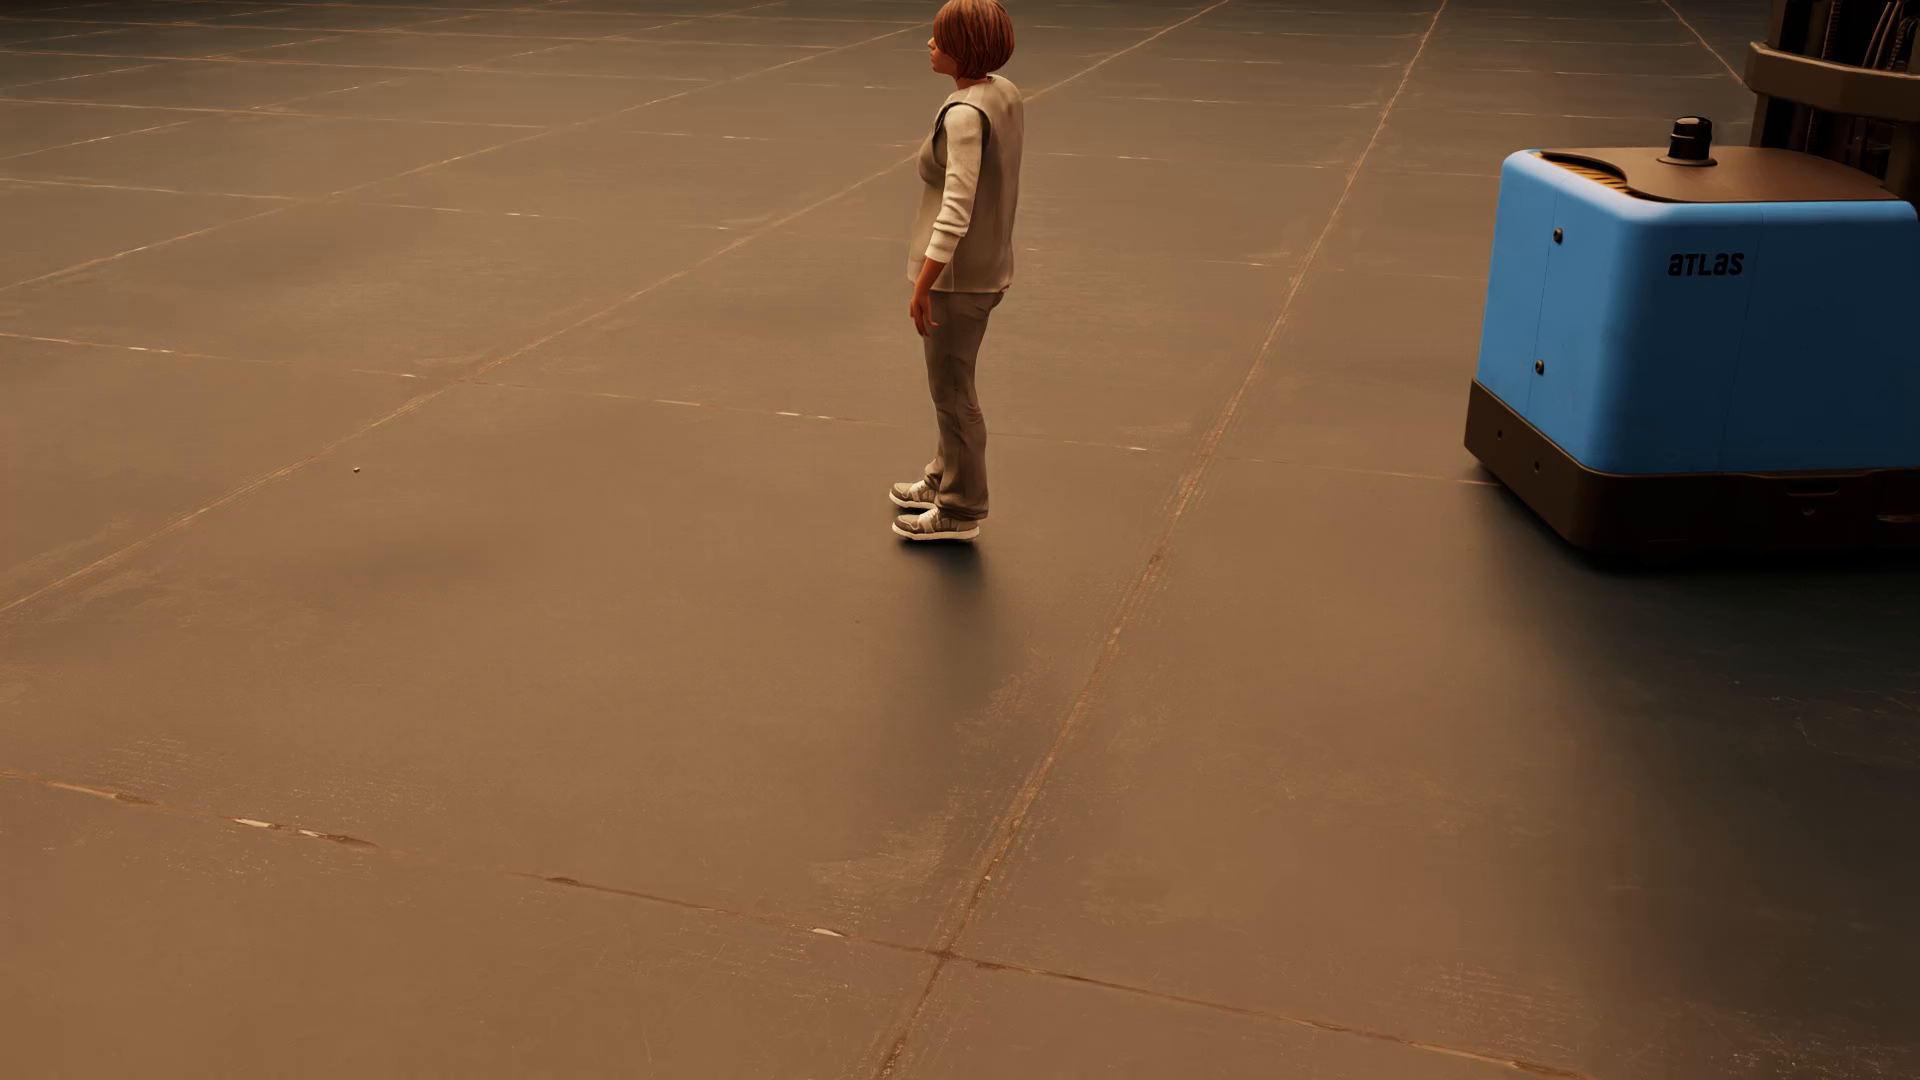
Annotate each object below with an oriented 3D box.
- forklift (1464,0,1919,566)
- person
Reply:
[{"bbox_3d":[3.274,-1.489,4.886,3.031,2.935,1.130,-2,22,-4],"label":"forklift"},{"bbox_3d":[-0.067,-0.758,4.846,0.473,1.599,0.521,7,23,16],"label":"person"}]
